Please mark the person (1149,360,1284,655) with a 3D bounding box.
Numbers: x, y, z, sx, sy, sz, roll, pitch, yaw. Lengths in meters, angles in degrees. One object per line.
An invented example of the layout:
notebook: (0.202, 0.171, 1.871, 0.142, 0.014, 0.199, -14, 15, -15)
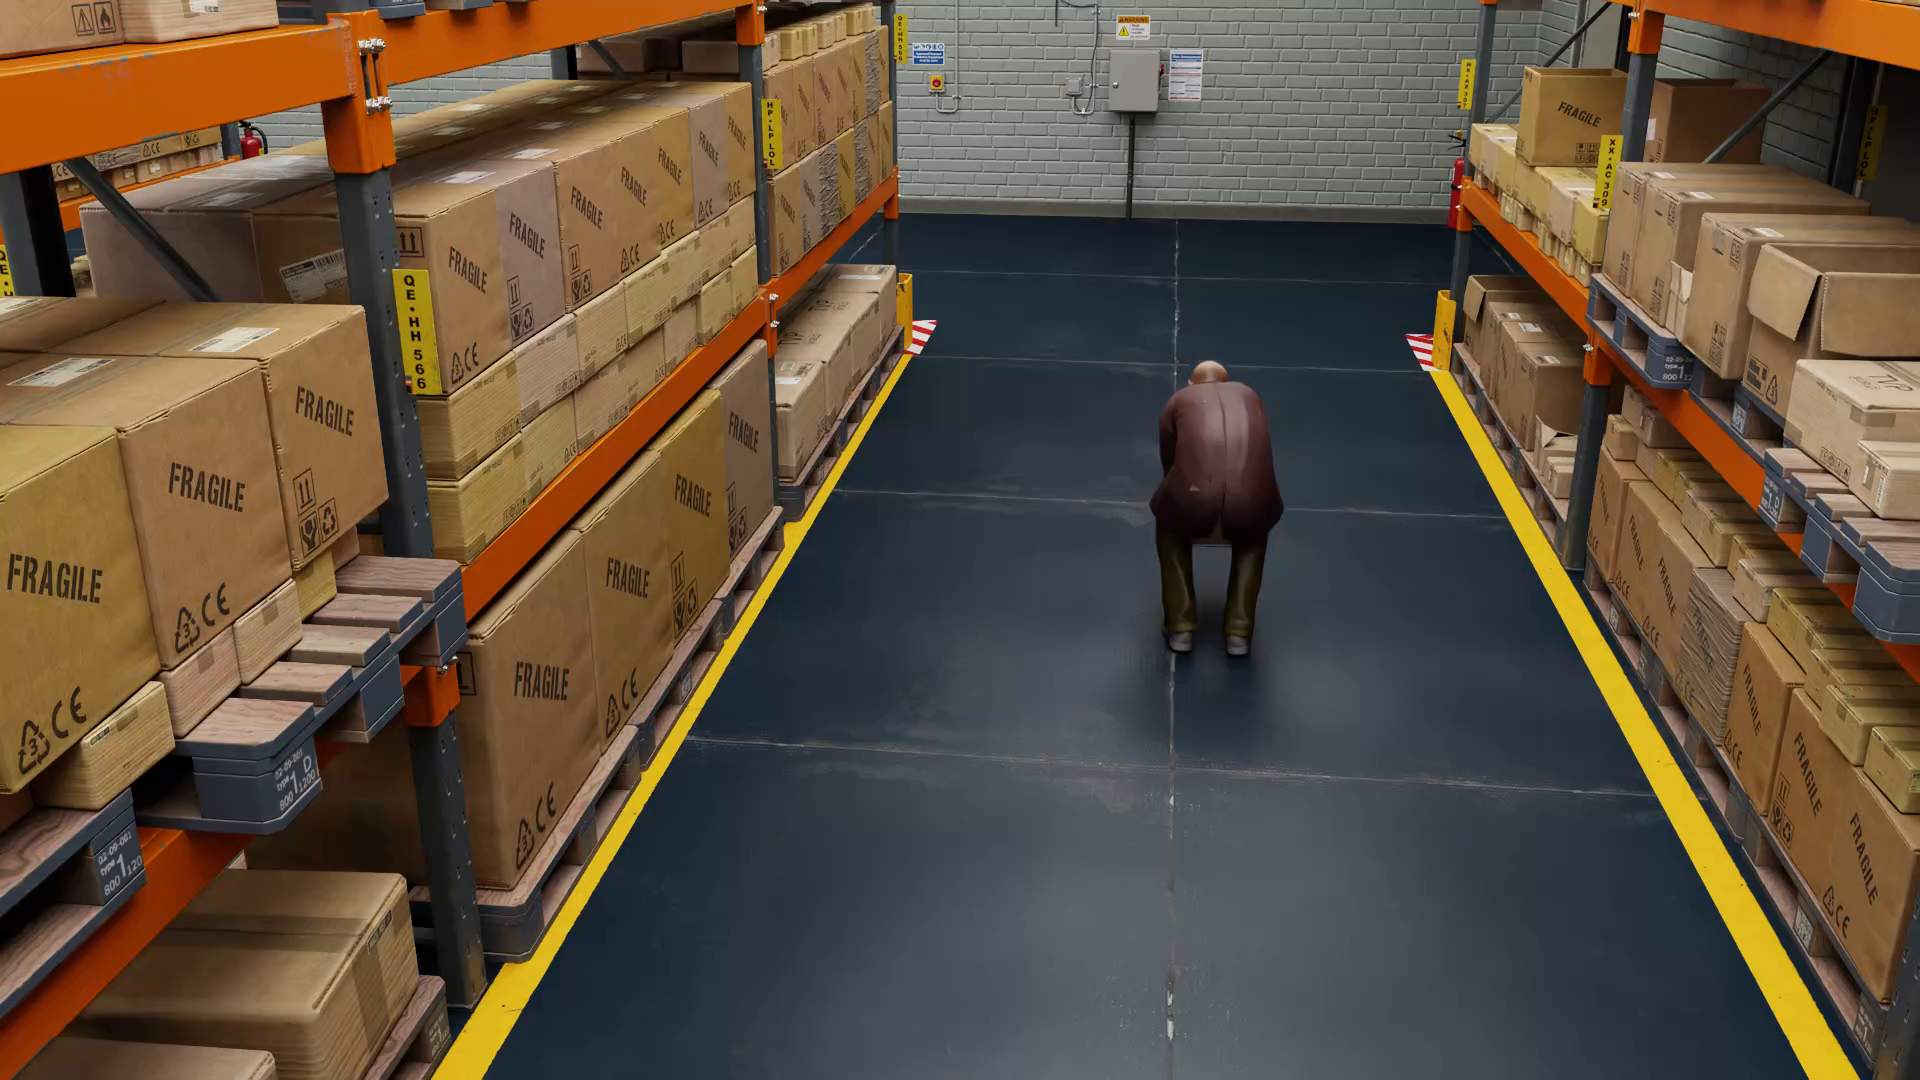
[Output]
person: (1.125, -0.149, 7.390, 0.585, 1.138, 0.937, 1, 21, 4)
